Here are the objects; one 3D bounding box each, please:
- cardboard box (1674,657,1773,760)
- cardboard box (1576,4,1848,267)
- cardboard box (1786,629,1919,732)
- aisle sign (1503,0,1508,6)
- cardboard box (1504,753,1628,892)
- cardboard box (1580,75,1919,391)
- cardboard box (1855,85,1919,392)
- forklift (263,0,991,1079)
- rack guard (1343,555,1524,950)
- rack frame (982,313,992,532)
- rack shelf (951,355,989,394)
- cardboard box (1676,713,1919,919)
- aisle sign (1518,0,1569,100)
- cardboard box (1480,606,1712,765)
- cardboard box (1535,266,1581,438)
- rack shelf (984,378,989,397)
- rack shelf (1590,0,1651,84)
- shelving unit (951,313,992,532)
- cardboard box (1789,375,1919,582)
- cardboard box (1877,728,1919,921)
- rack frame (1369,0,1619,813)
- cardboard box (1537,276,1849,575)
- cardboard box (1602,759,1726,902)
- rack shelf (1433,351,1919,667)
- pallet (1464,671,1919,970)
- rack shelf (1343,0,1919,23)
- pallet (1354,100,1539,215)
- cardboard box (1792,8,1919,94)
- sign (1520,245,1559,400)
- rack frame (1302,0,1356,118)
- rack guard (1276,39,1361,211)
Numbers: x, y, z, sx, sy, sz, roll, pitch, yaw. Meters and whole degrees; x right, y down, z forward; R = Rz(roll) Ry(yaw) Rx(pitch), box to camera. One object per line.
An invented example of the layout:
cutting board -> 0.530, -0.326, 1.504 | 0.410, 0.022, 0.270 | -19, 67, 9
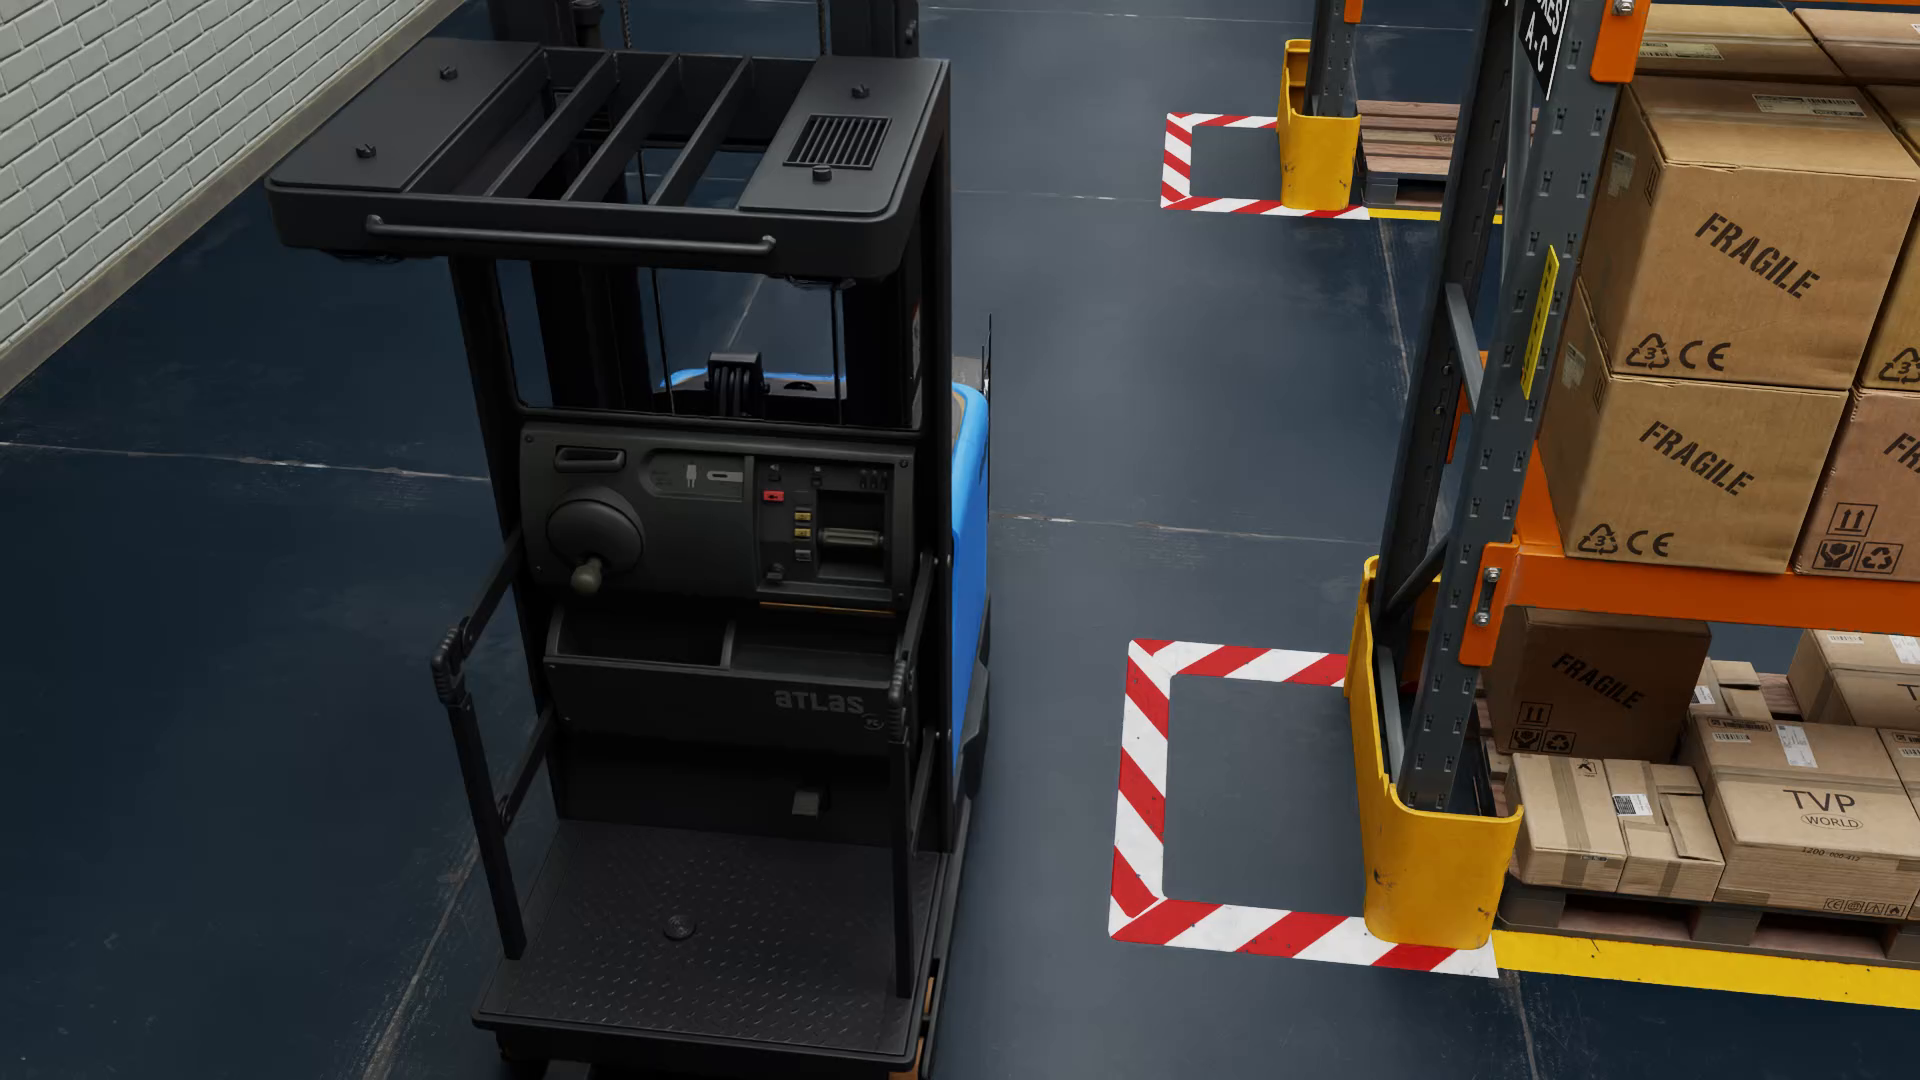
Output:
cardboard box -> 2.274, 0.528, 4.988 | 0.250, 0.166, 0.380 | 4, 36, 6
cardboard box -> 1.789, -0.999, 4.121 | 0.500, 0.500, 0.500 | 4, 36, 6
cardboard box -> 2.822, 0.500, 4.956 | 0.500, 0.250, 0.500 | 4, 36, 6
aisle sign -> 1.284, -1.666, 3.764 | 0.004, 0.787, 0.394 | 4, 36, 6
cardboard box -> 1.684, 0.784, 4.644 | 0.250, 0.149, 0.380 | 4, 36, 6
cardboard box -> 1.719, -0.689, 3.687 | 0.500, 0.500, 0.500 | 5, 36, 7
cardboard box -> 2.239, -0.655, 3.639 | 0.500, 0.500, 0.500 | 5, 36, 6
forklift -> -0.593, 0.017, 3.703 | 1.130, 2.935, 3.031 | 4, 36, 6
rack guard -> 1.388, 0.597, 4.983 | 0.348, 0.500, 1.175 | 4, 36, 6
rack frame -> 0.093, -0.359, 5.979 | 0.006, 0.900, 0.240 | 4, 36, 6
rack shelf -> -0.008, -0.560, 5.852 | 0.200, 0.077, 0.258 | 4, 36, 6
cardboard box -> 2.312, 0.755, 4.599 | 0.500, 0.250, 0.500 | 4, 36, 6
aisle sign -> 1.208, -1.320, 3.280 | 0.004, 0.787, 0.394 | 4, 36, 6
cardboard box -> 1.884, 0.311, 5.006 | 0.500, 0.500, 0.500 | 4, 36, 6
cardboard box -> 1.792, -0.591, 4.409 | 0.500, 0.500, 0.500 | 5, 36, 7
rack shelf -> -0.008, -0.486, 5.904 | 0.200, 0.077, 0.258 | 4, 36, 6
rack shelf -> 3.297, -1.206, 3.395 | 4.000, 0.370, 1.077 | 4, 36, 6
shelving unit -> -0.008, -0.367, 5.989 | 0.210, 0.900, 0.258 | 4, 36, 6
cardboard box -> 2.232, -0.247, 3.928 | 0.500, 0.500, 0.500 | 4, 36, 5
cardboard box -> 2.808, 0.792, 4.547 | 0.500, 0.250, 0.500 | 4, 36, 6
rack frame -> 1.313, -0.426, 4.265 | 0.127, 3.000, 1.000 | 4, 36, 6
cardboard box -> 1.719, -0.282, 3.977 | 0.500, 0.500, 0.500 | 5, 36, 7
cardboard box -> 1.932, 0.796, 4.613 | 0.250, 0.166, 0.380 | 4, 36, 6
rack shelf -> 3.297, 0.015, 4.267 | 4.000, 0.370, 1.077 | 4, 36, 6
pallet -> 2.179, 0.773, 4.985 | 1.213, 0.211, 1.003 | 4, 36, 6
rack shelf -> 3.931, -2.839, 8.265 | 4.000, 0.370, 1.077 | 4, 36, 6
pallet -> 2.761, -2.062, 8.957 | 1.213, 0.211, 1.003 | 4, 36, 6
cardboard box -> 2.291, -0.962, 4.070 | 0.500, 0.500, 0.500 | 5, 36, 7
sign -> 1.244, -0.466, 3.575 | 0.005, 0.325, 0.100 | 4, 36, 6
rack frame -> 1.947, -3.280, 8.264 | 0.127, 3.000, 1.000 | 4, 36, 6
rack guard -> 1.922, -2.257, 8.982 | 0.348, 0.500, 1.175 | 4, 36, 6
